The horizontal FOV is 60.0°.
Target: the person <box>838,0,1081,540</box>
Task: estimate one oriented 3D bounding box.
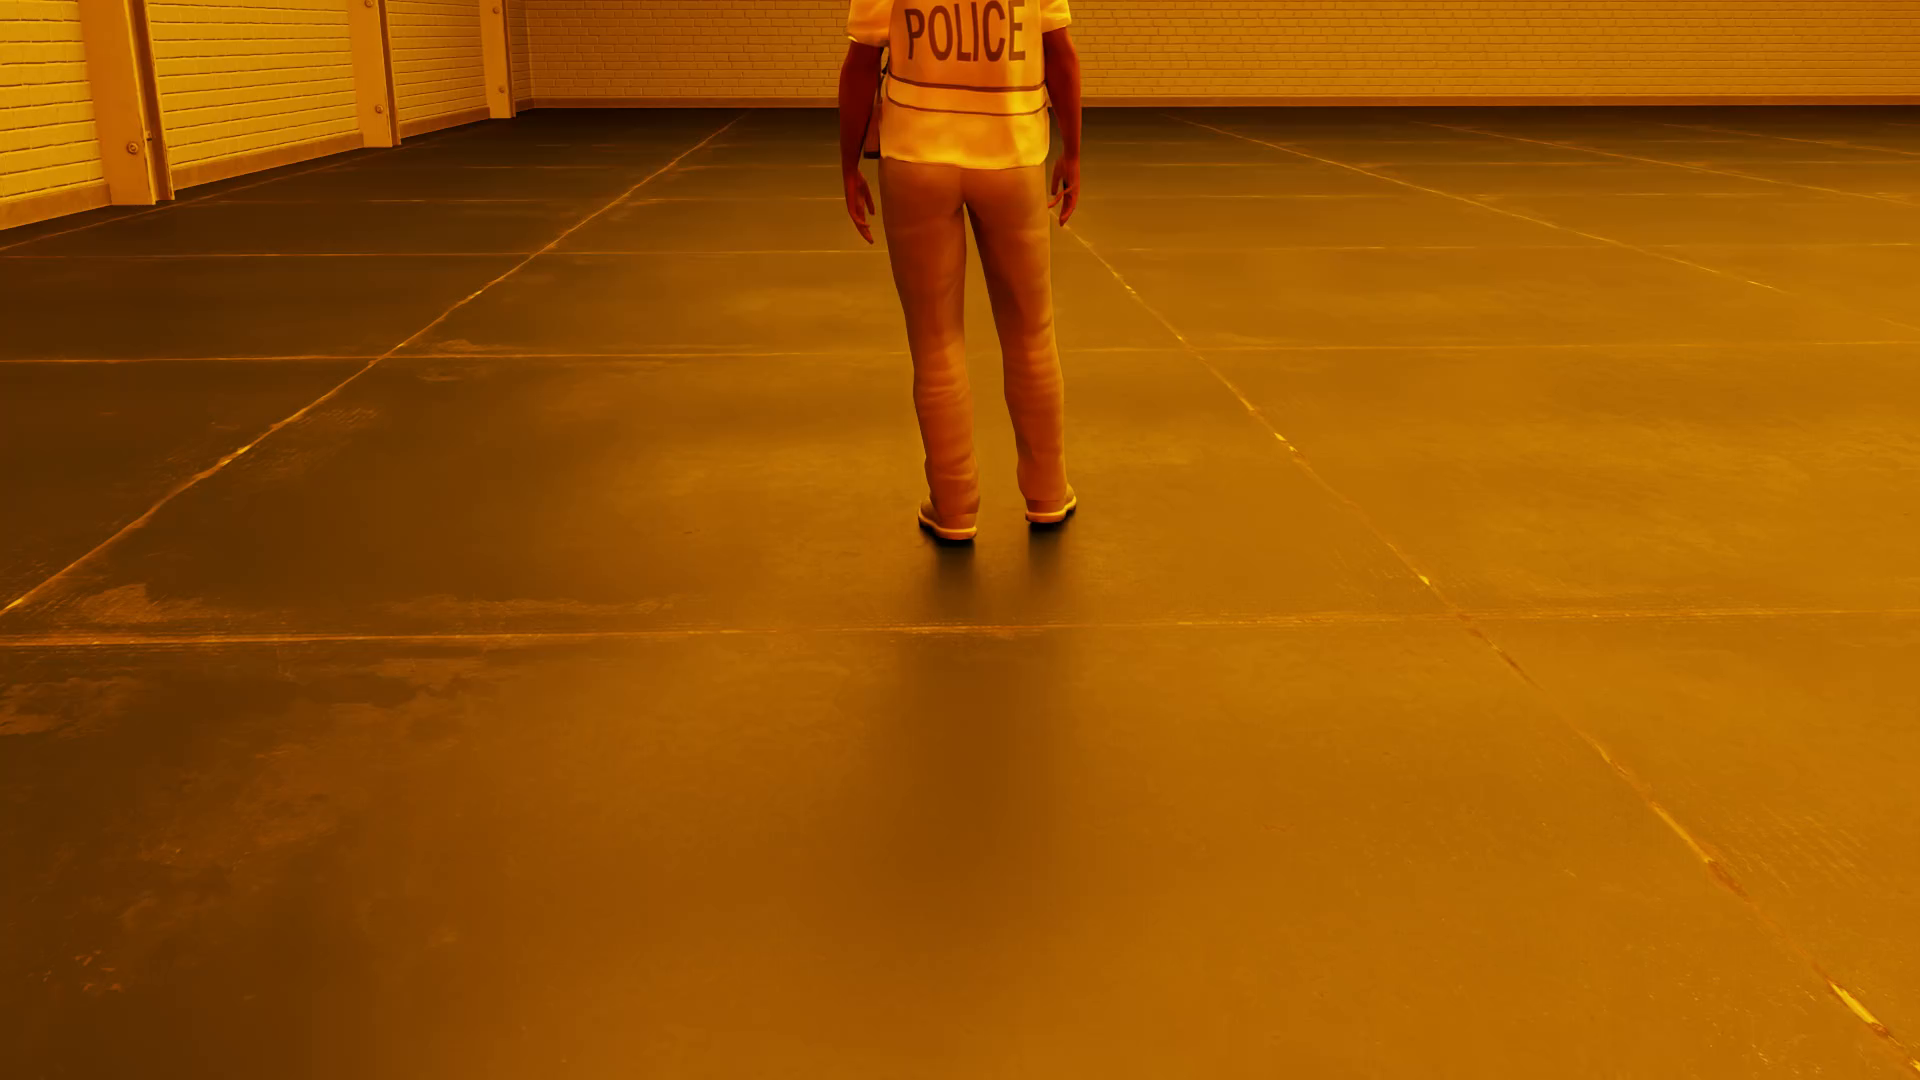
[{"bbox_3d":[0.016,-0.838,3.741,0.569,1.693,0.528,-1,17,-3],"label":"person"}]
